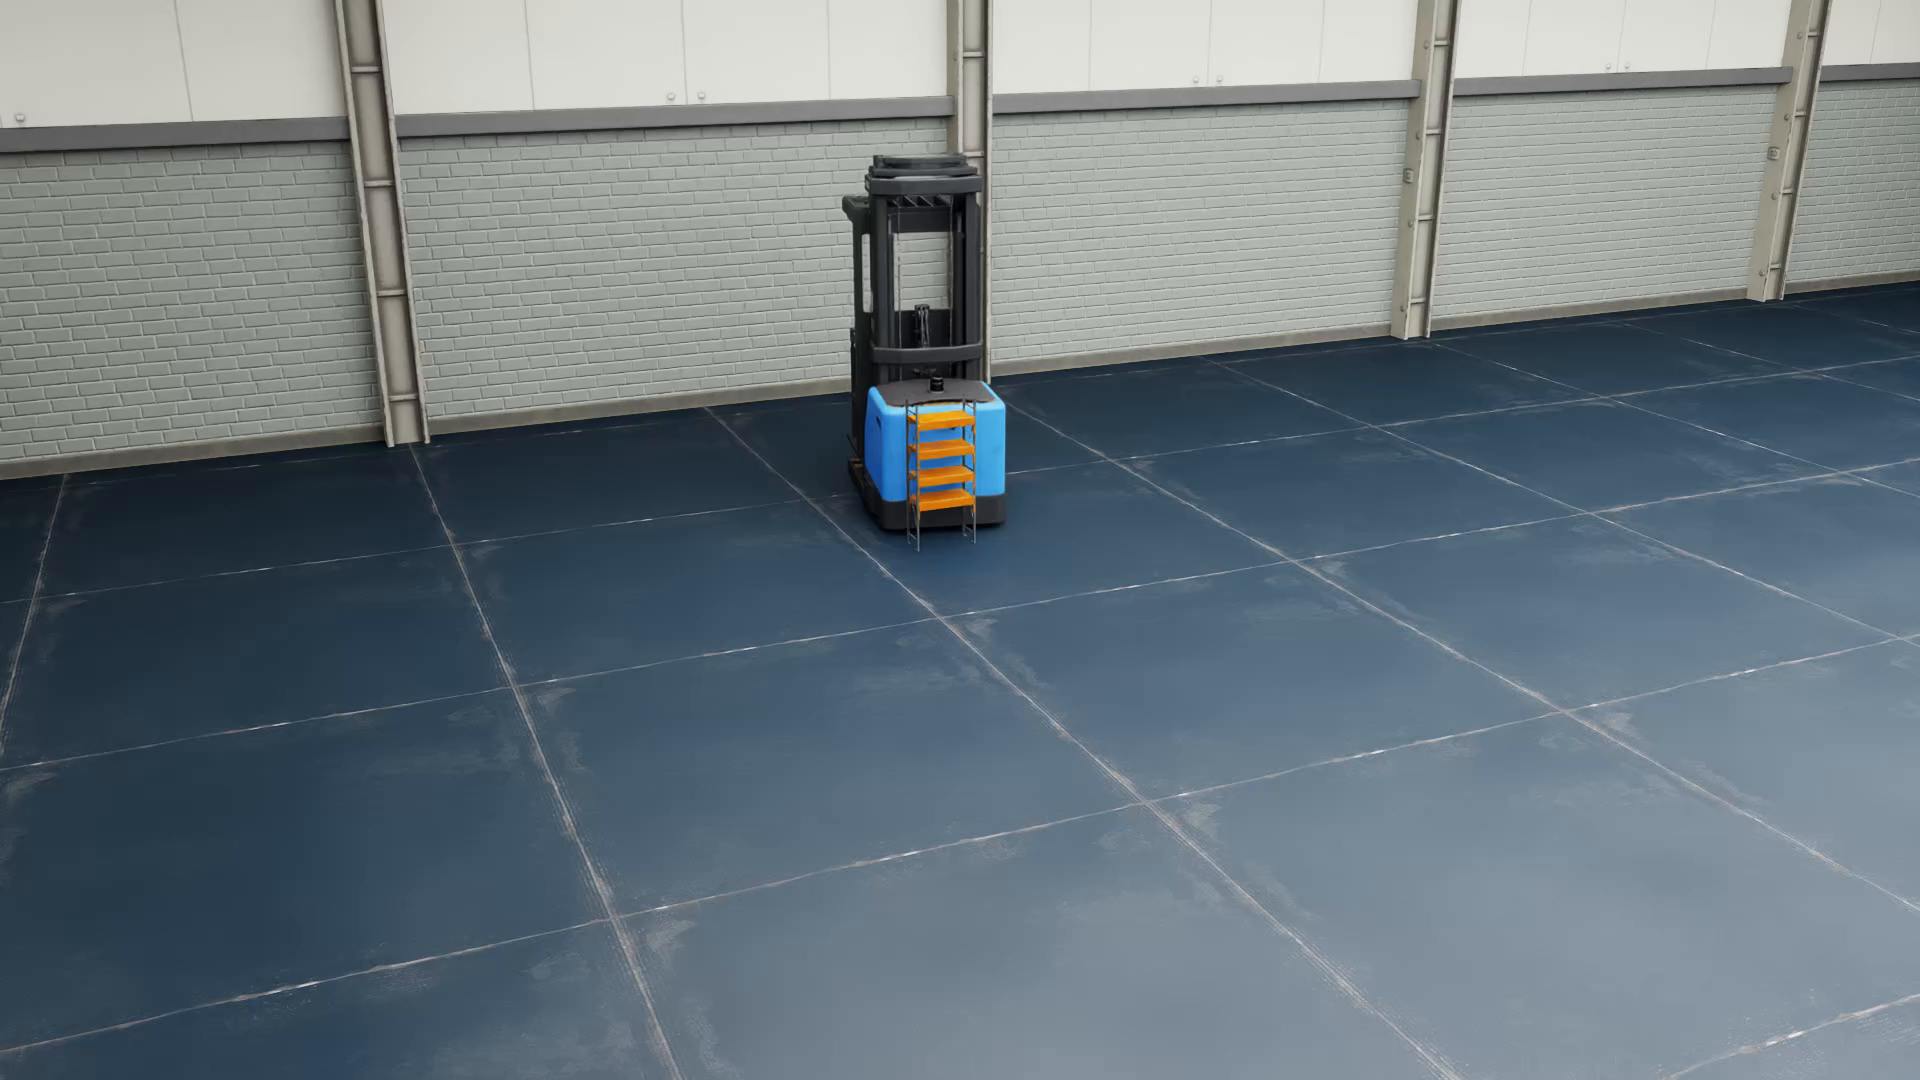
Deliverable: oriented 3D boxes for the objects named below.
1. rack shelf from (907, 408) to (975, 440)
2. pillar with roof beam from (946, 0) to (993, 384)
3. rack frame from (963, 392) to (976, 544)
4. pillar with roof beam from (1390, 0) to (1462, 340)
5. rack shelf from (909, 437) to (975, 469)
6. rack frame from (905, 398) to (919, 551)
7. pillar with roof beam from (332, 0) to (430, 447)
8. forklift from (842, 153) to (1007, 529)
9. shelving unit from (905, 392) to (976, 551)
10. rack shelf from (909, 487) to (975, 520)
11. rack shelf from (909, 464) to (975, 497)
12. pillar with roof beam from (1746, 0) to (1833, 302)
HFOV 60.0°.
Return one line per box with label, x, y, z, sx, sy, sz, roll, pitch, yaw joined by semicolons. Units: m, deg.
rack shelf;-0.151;-0.914;13.128;0.480;0.148;0.258;-8;21;-21
pillar with roof beam;1.806;-4.692;13.298;0.400;9.000;9.100;-8;21;-22
rack frame;0.074;-0.575;13.347;0.015;1.200;0.240;-8;21;-21
pillar with roof beam;7.315;-5.481;15.539;0.400;9.000;9.100;-8;21;-22
rack shelf;-0.151;-0.691;13.207;0.480;0.148;0.258;-8;21;-21
rack frame;-0.377;-0.512;13.170;0.015;1.200;0.240;-8;21;-21
pillar with roof beam;-3.703;-3.903;11.056;0.400;9.000;9.100;-8;21;-22
forklift;-0.415;-1.921;14.564;1.130;2.935;3.031;-4;20;-11
shelving unit;-0.151;-0.543;13.259;0.503;1.200;0.258;-8;21;-21
rack shelf;-0.151;-0.293;13.347;0.480;0.148;0.258;-8;21;-21
rack shelf;-0.151;-0.480;13.281;0.480;0.148;0.258;-8;21;-21
pillar with roof beam;12.825;-6.270;17.781;0.400;9.000;9.100;-8;21;-22
